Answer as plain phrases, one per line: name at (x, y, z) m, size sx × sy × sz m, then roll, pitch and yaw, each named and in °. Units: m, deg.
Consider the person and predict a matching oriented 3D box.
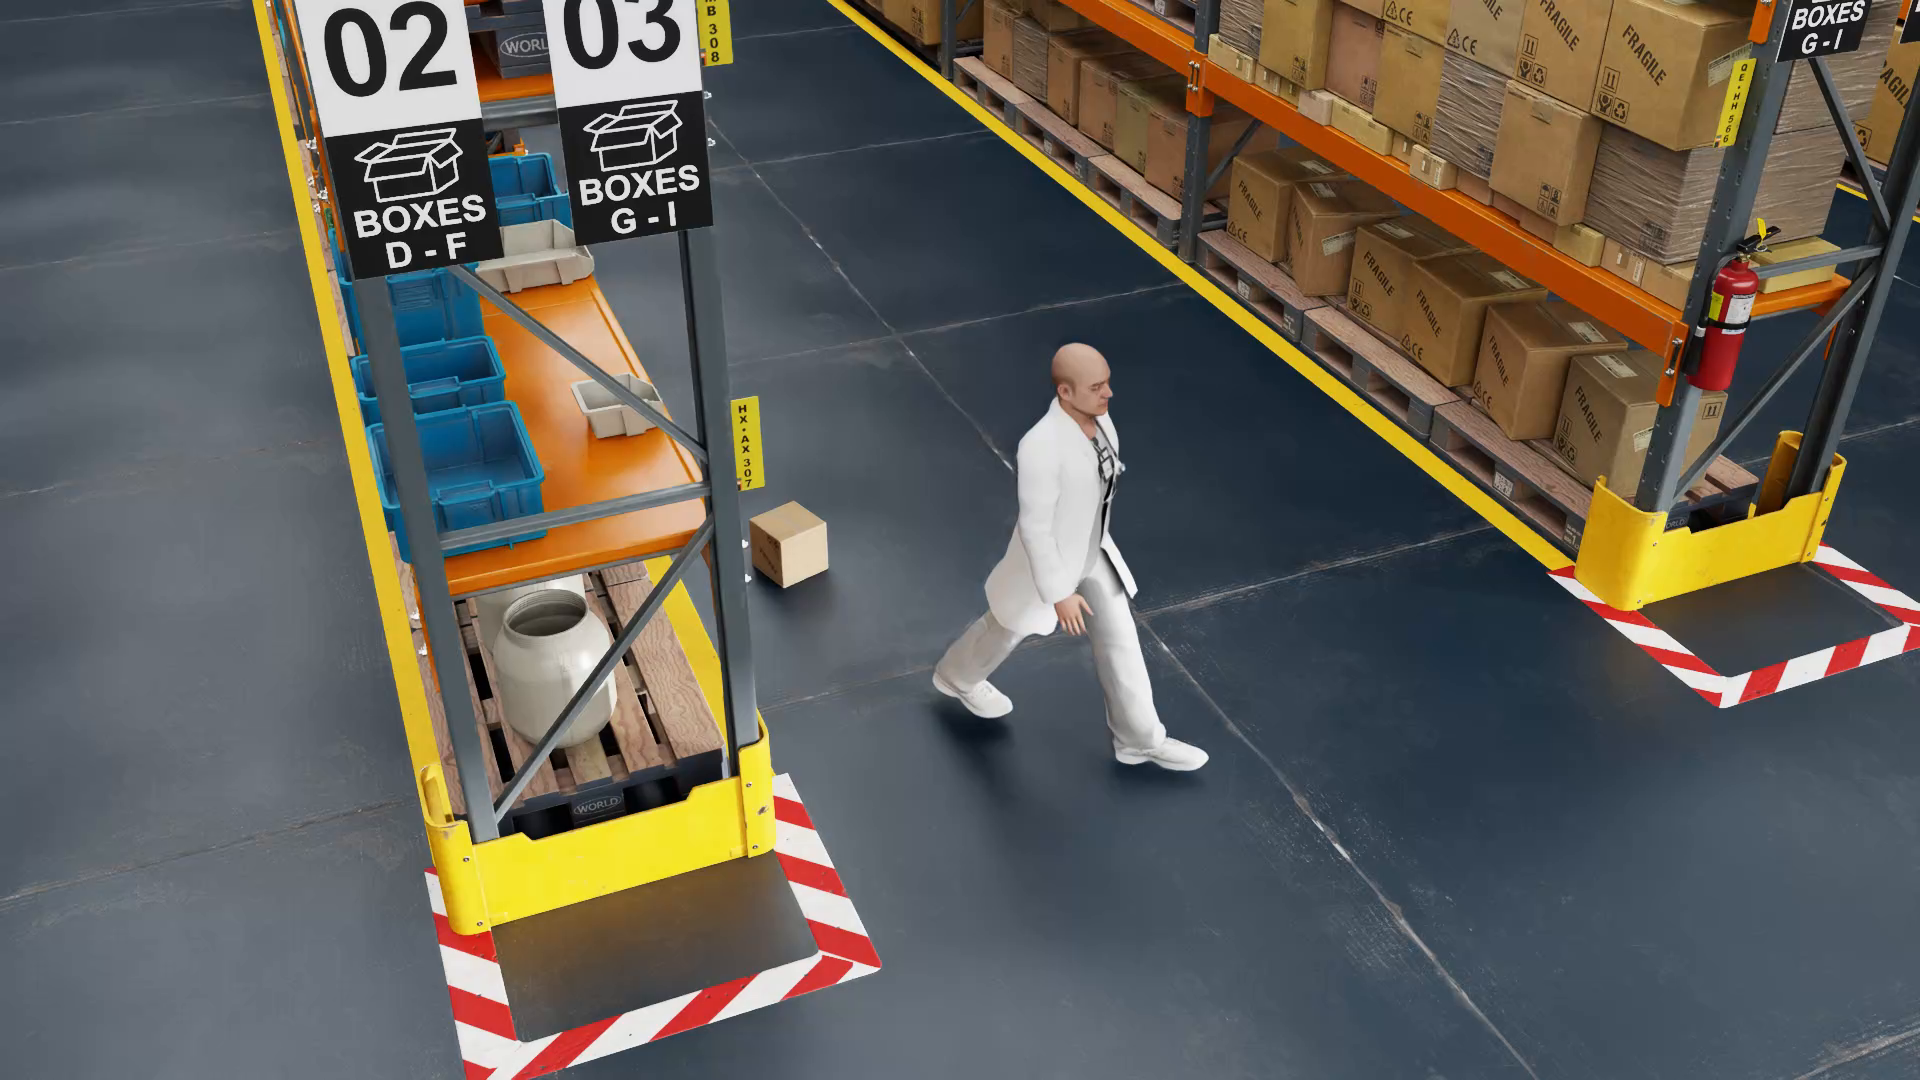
person at (0.388, 0.065, 6.059) m, size 1.165 × 1.717 × 0.591 m, roll 22°, pitch 39°, yaw 30°
